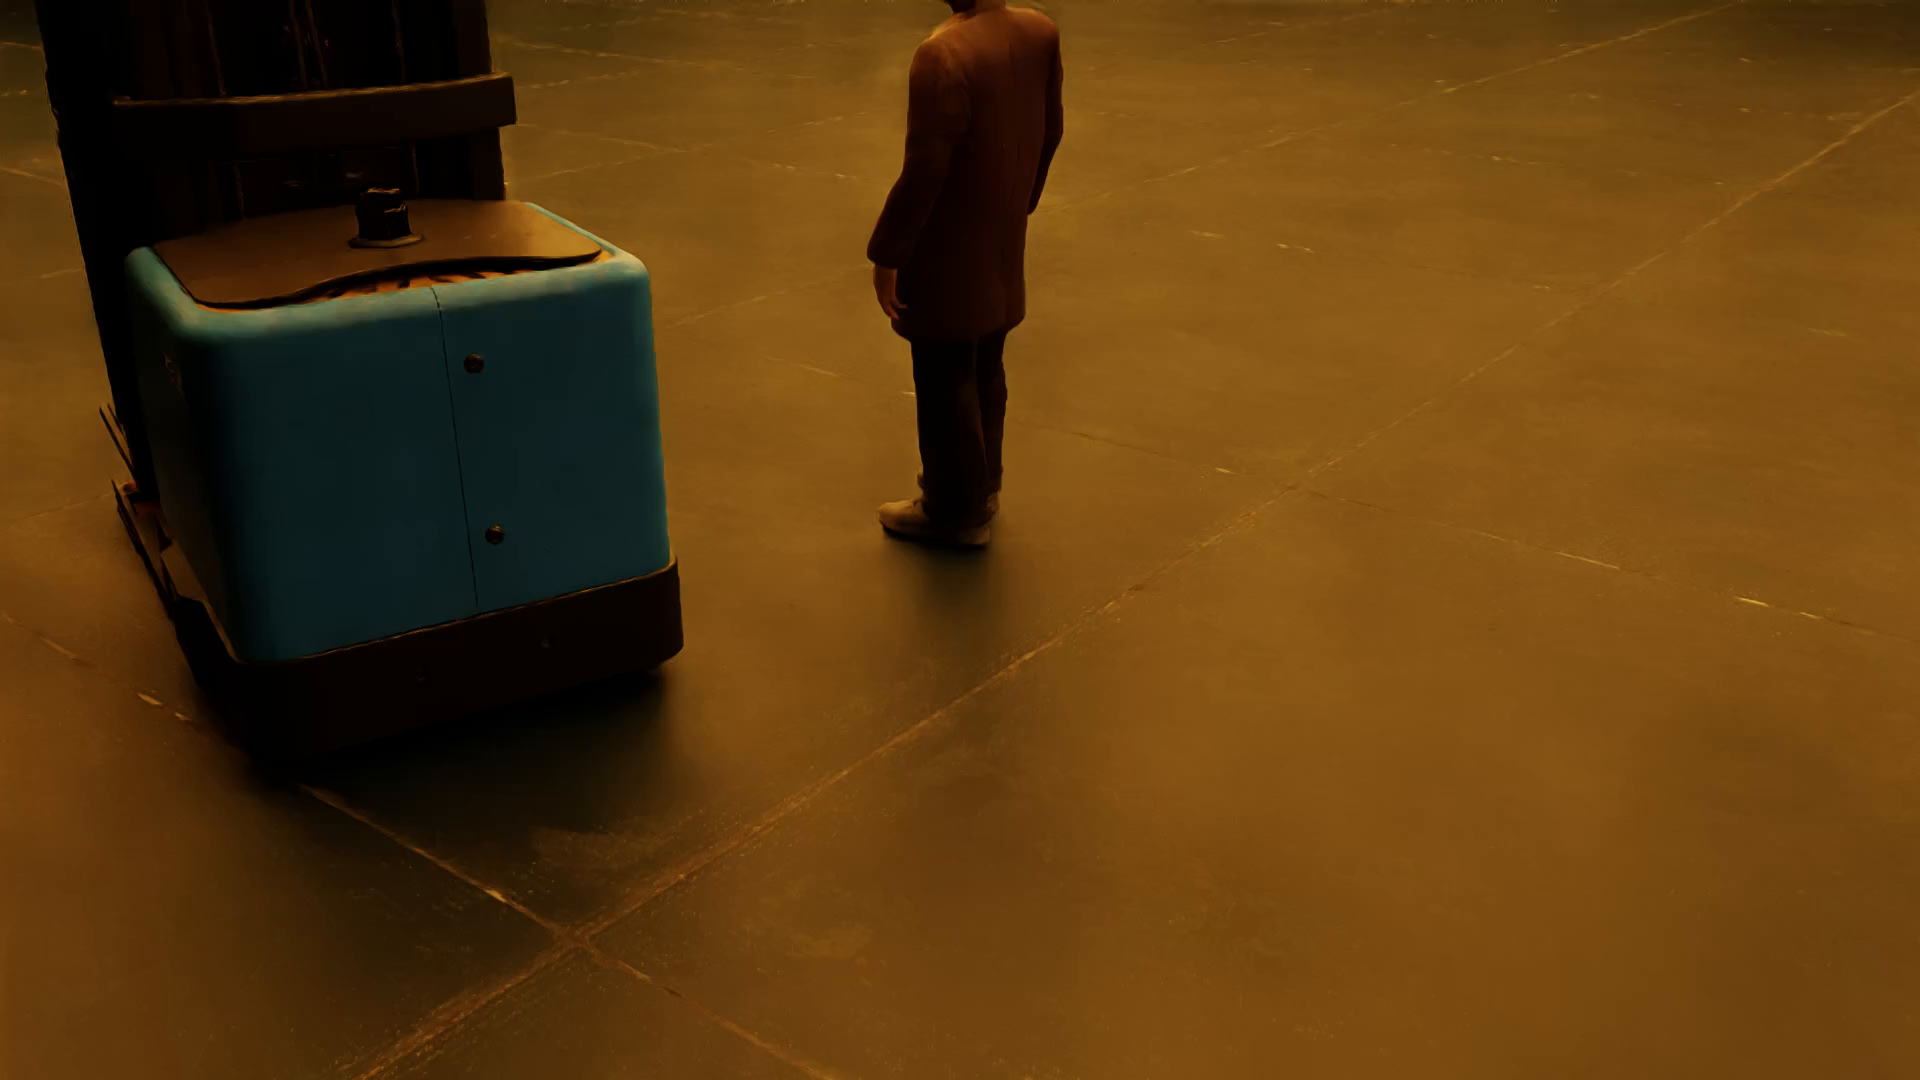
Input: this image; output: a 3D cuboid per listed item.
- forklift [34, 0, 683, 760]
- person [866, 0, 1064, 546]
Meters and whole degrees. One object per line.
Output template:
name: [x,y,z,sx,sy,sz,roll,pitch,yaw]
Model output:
forklift: [-1.919,-1.391,4.537,1.130,2.935,3.031,-14,27,-30]
person: [-0.070,-0.846,4.712,0.580,1.776,0.694,17,29,34]
